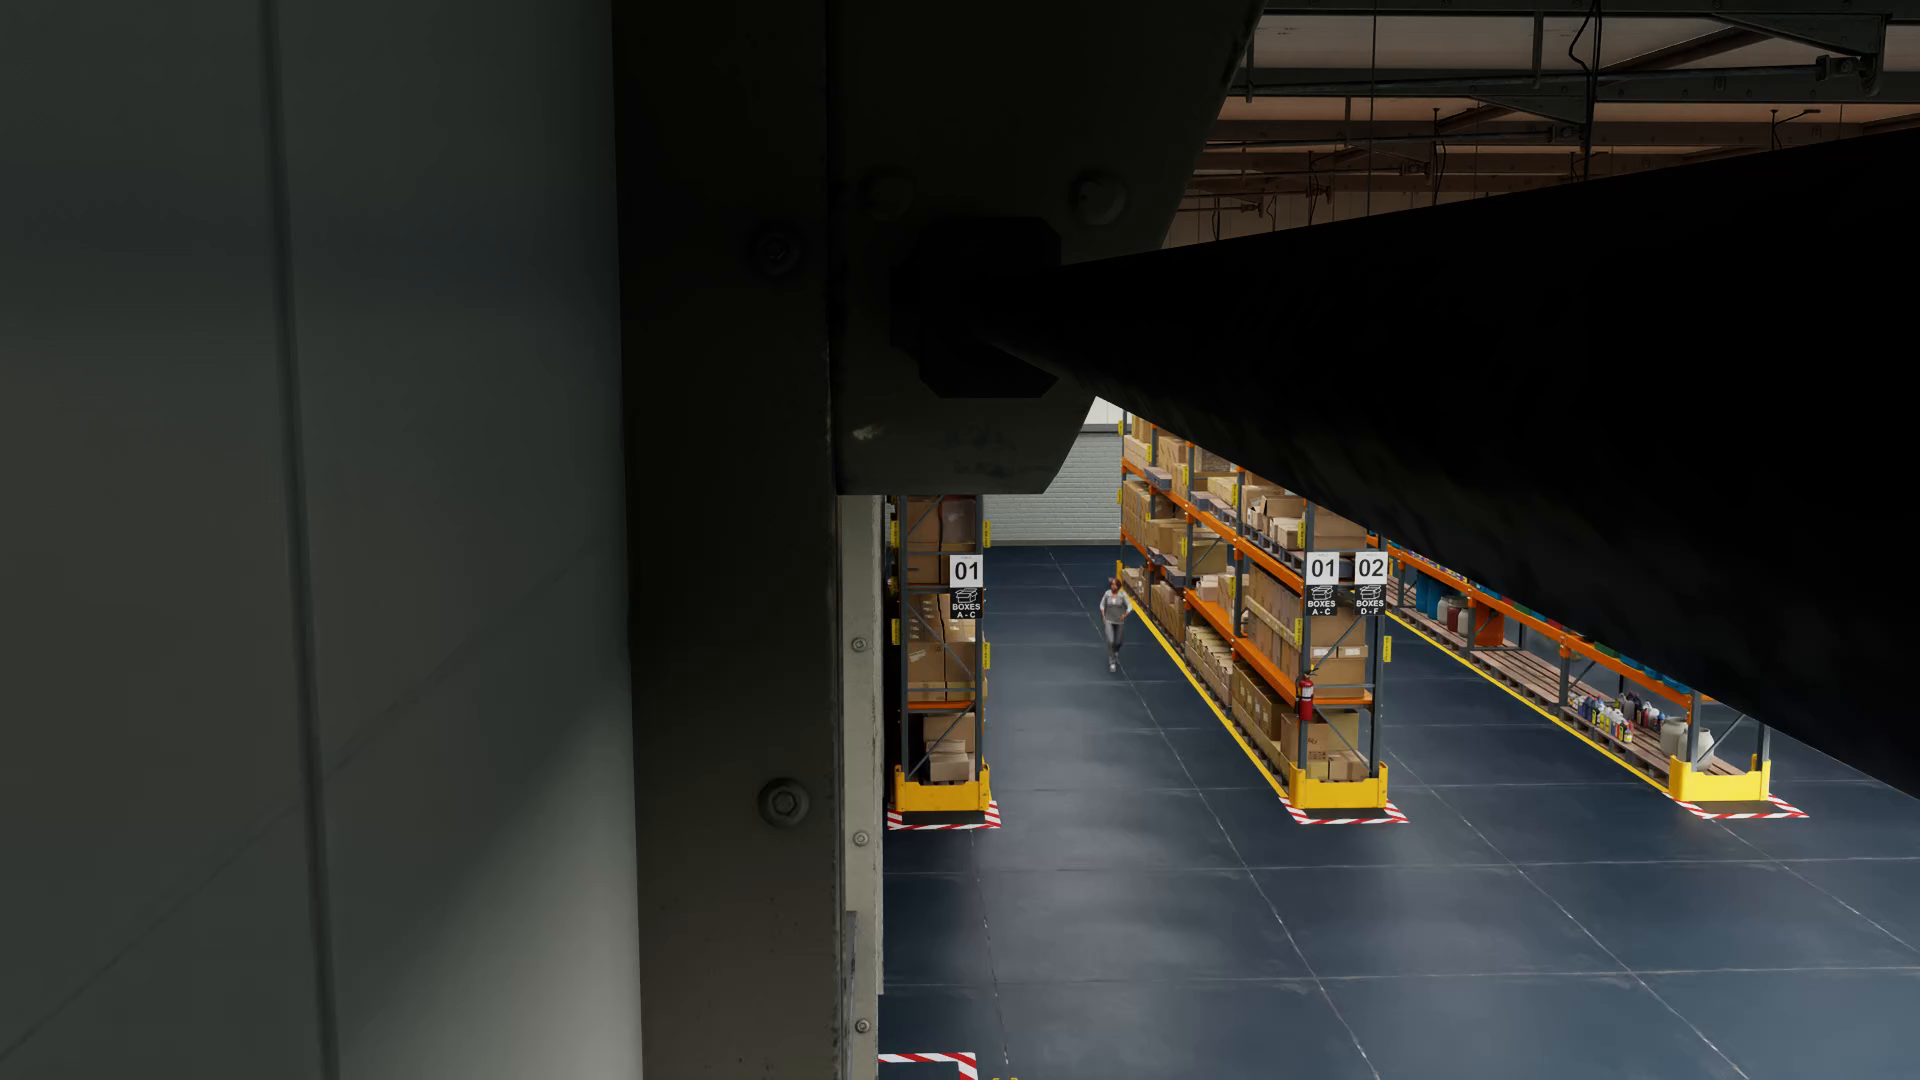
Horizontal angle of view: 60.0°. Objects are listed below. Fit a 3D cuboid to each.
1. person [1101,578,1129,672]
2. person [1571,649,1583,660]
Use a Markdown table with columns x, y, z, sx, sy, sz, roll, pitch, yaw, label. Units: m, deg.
| x | y | z | sx | sy | sz | roll | pitch | yaw | label |
| --- | --- | --- | --- | --- | --- | --- | --- | --- | --- |
| 1.137 | 1.716 | 26.237 | 3.486 | 1.589 | 4.782 | 0 | 8 | 0 | person |
| 10.787 | 1.204 | 29.066 | 0.522 | 1.726 | 1.031 | -1 | 8 | -5 | person |
